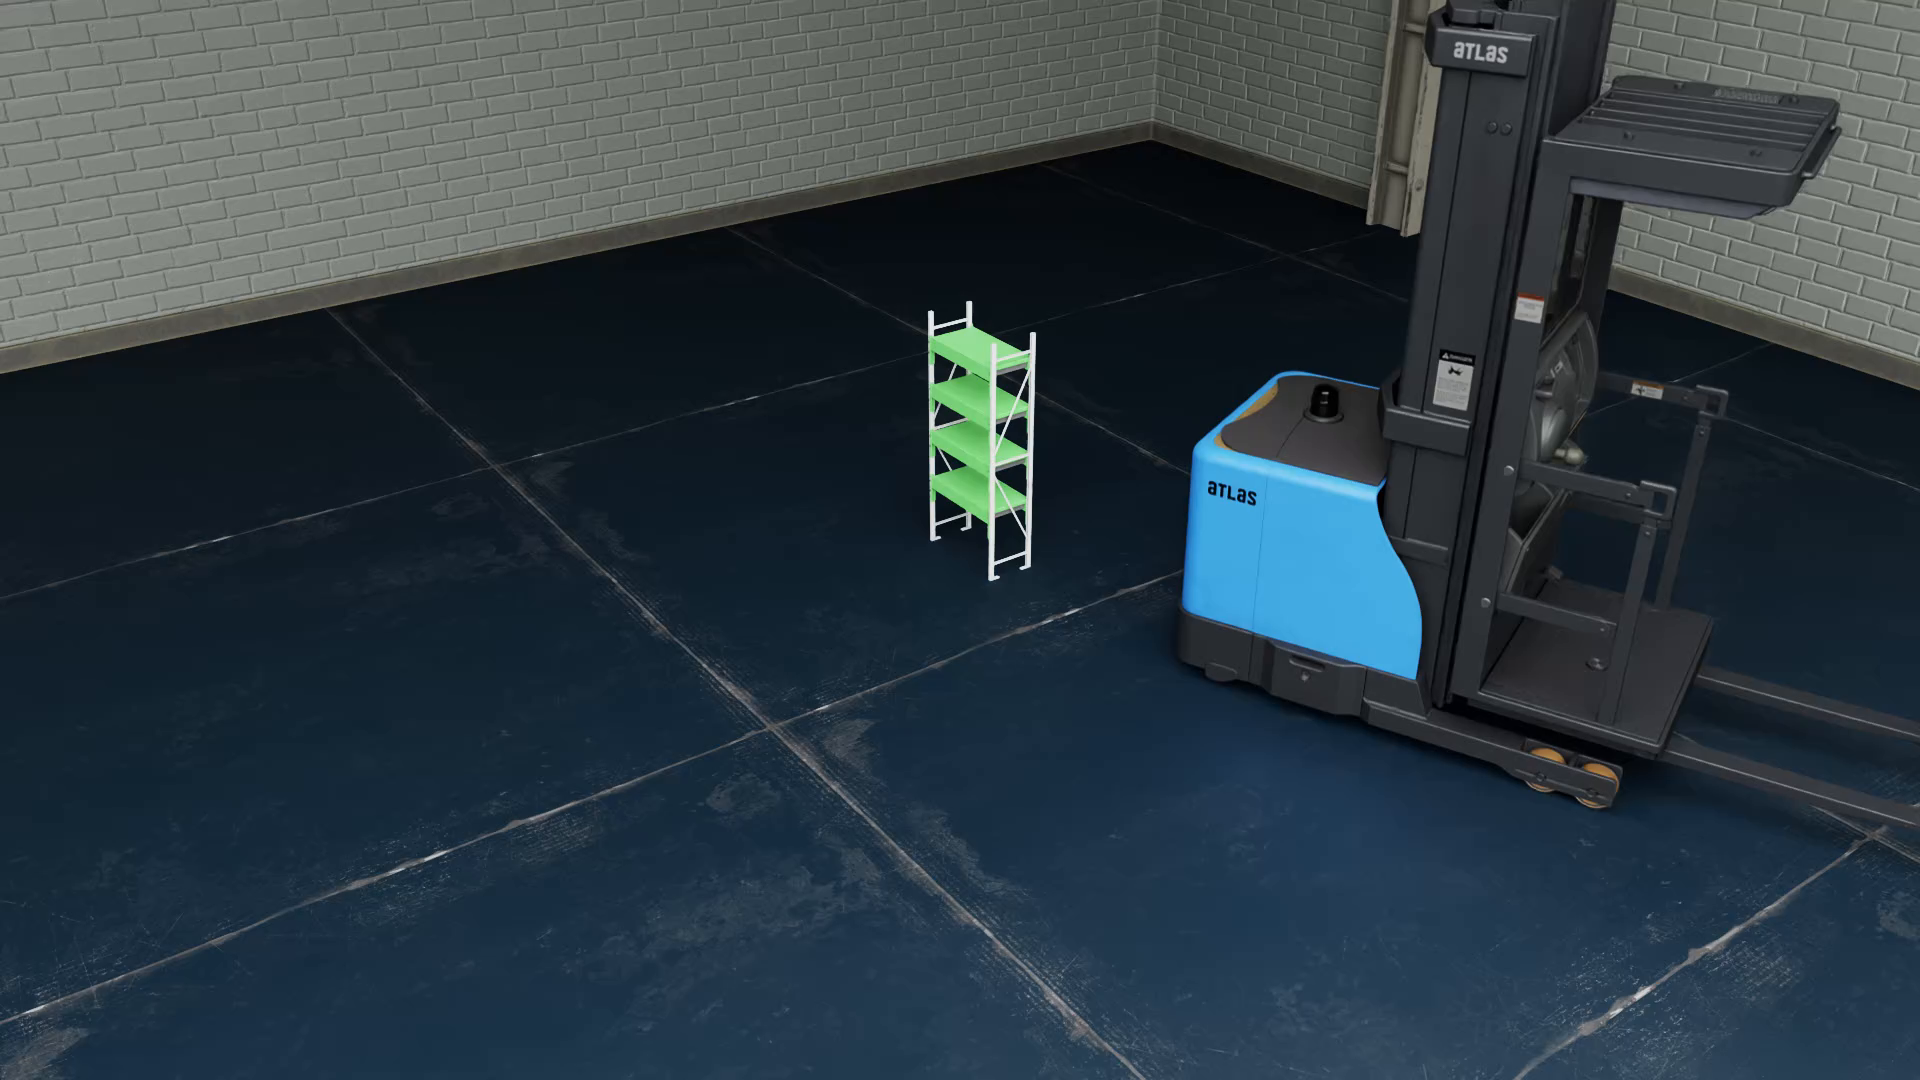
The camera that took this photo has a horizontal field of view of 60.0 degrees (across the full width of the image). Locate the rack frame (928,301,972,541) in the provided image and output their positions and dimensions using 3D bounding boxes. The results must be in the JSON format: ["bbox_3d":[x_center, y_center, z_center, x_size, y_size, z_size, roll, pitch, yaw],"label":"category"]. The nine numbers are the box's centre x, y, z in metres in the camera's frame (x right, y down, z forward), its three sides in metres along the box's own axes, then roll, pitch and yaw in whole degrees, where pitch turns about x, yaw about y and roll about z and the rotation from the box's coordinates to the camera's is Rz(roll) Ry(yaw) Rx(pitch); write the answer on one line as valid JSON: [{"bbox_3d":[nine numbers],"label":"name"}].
[{"bbox_3d":[-0.046,-0.558,8.020,0.240,1.200,0.015,-19,34,-31],"label":"rack frame"}]

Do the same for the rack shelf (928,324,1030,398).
[{"bbox_3d":[0.096,-0.829,7.647,0.258,0.148,0.480,-19,34,-31],"label":"rack shelf"}]

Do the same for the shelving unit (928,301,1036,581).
[{"bbox_3d":[0.096,-0.463,7.845,0.258,1.200,0.503,-19,34,-31],"label":"shelving unit"}]

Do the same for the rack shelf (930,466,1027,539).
[{"bbox_3d":[0.096,-0.196,7.990,0.258,0.148,0.480,-19,34,-31],"label":"rack shelf"}]

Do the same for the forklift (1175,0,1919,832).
[{"bbox_3d":[2.453,-0.553,6.196,3.031,2.935,1.130,16,33,28],"label":"forklift"}]

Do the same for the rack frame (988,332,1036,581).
[{"bbox_3d":[0.238,-0.368,7.670,0.240,1.200,0.015,-19,34,-31],"label":"rack frame"}]

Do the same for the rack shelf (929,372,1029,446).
[{"bbox_3d":[0.096,-0.618,7.761,0.258,0.148,0.480,-19,34,-31],"label":"rack shelf"}]

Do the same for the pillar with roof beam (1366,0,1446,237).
[{"bbox_3d":[-0.173,-5.146,8.296,9.100,9.000,0.400,-19,34,-31],"label":"pillar with roof beam"}]

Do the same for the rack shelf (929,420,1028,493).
[{"bbox_3d":[0.096,-0.407,7.876,0.258,0.148,0.480,-19,34,-31],"label":"rack shelf"}]
